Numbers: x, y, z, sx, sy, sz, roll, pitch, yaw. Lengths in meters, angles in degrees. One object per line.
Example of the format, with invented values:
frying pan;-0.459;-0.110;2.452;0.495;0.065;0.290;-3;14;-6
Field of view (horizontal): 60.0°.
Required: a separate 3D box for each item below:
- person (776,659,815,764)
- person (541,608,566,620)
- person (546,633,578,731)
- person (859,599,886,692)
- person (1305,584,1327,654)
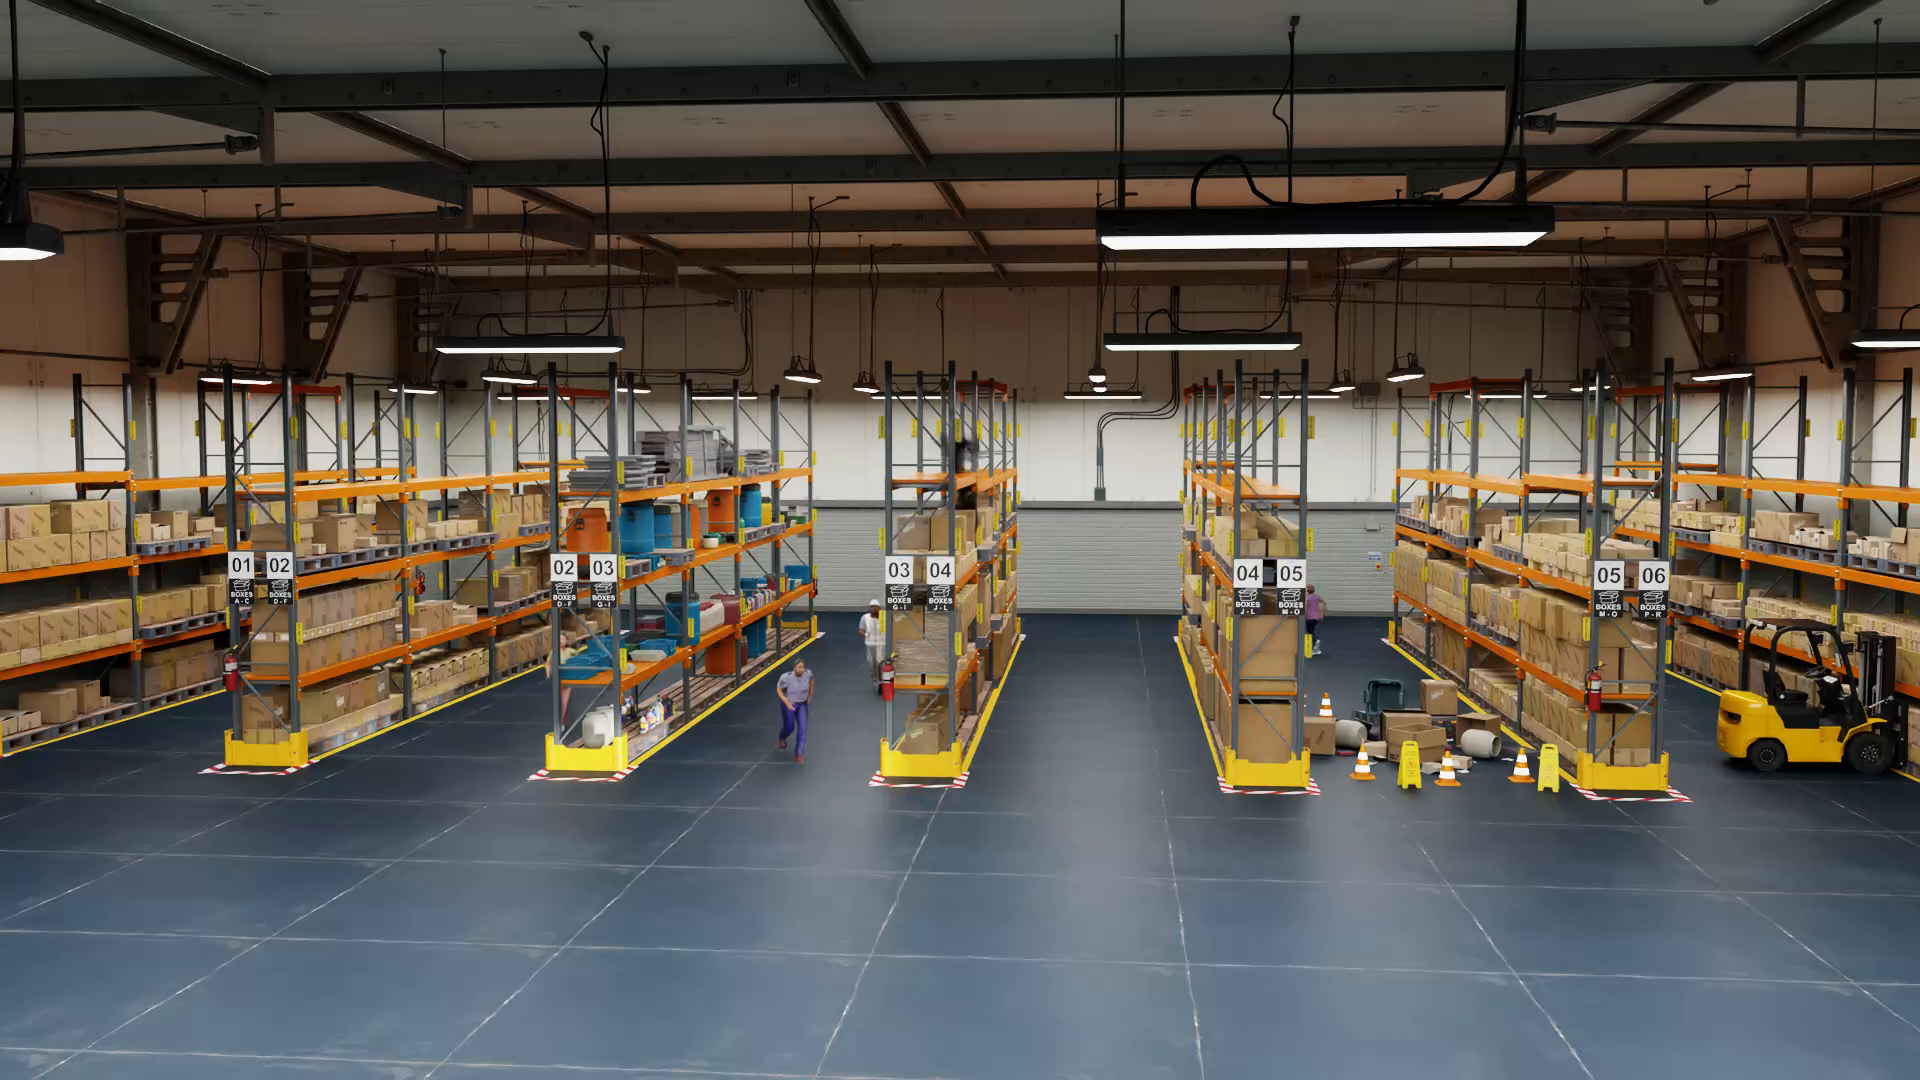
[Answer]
person;-2.546;2.582;25.386;0.628;1.591;0.954;-2;4;-27
person;-10.339;1.299;42.654;0.946;1.749;0.693;1;4;13
person;-6.659;2.362;27.953;0.591;1.622;0.688;0;4;-4
person;-1.606;2.025;31.799;0.658;1.784;0.796;0;4;5
person;7.933;1.769;37.331;0.623;1.554;0.549;-2;4;-23
